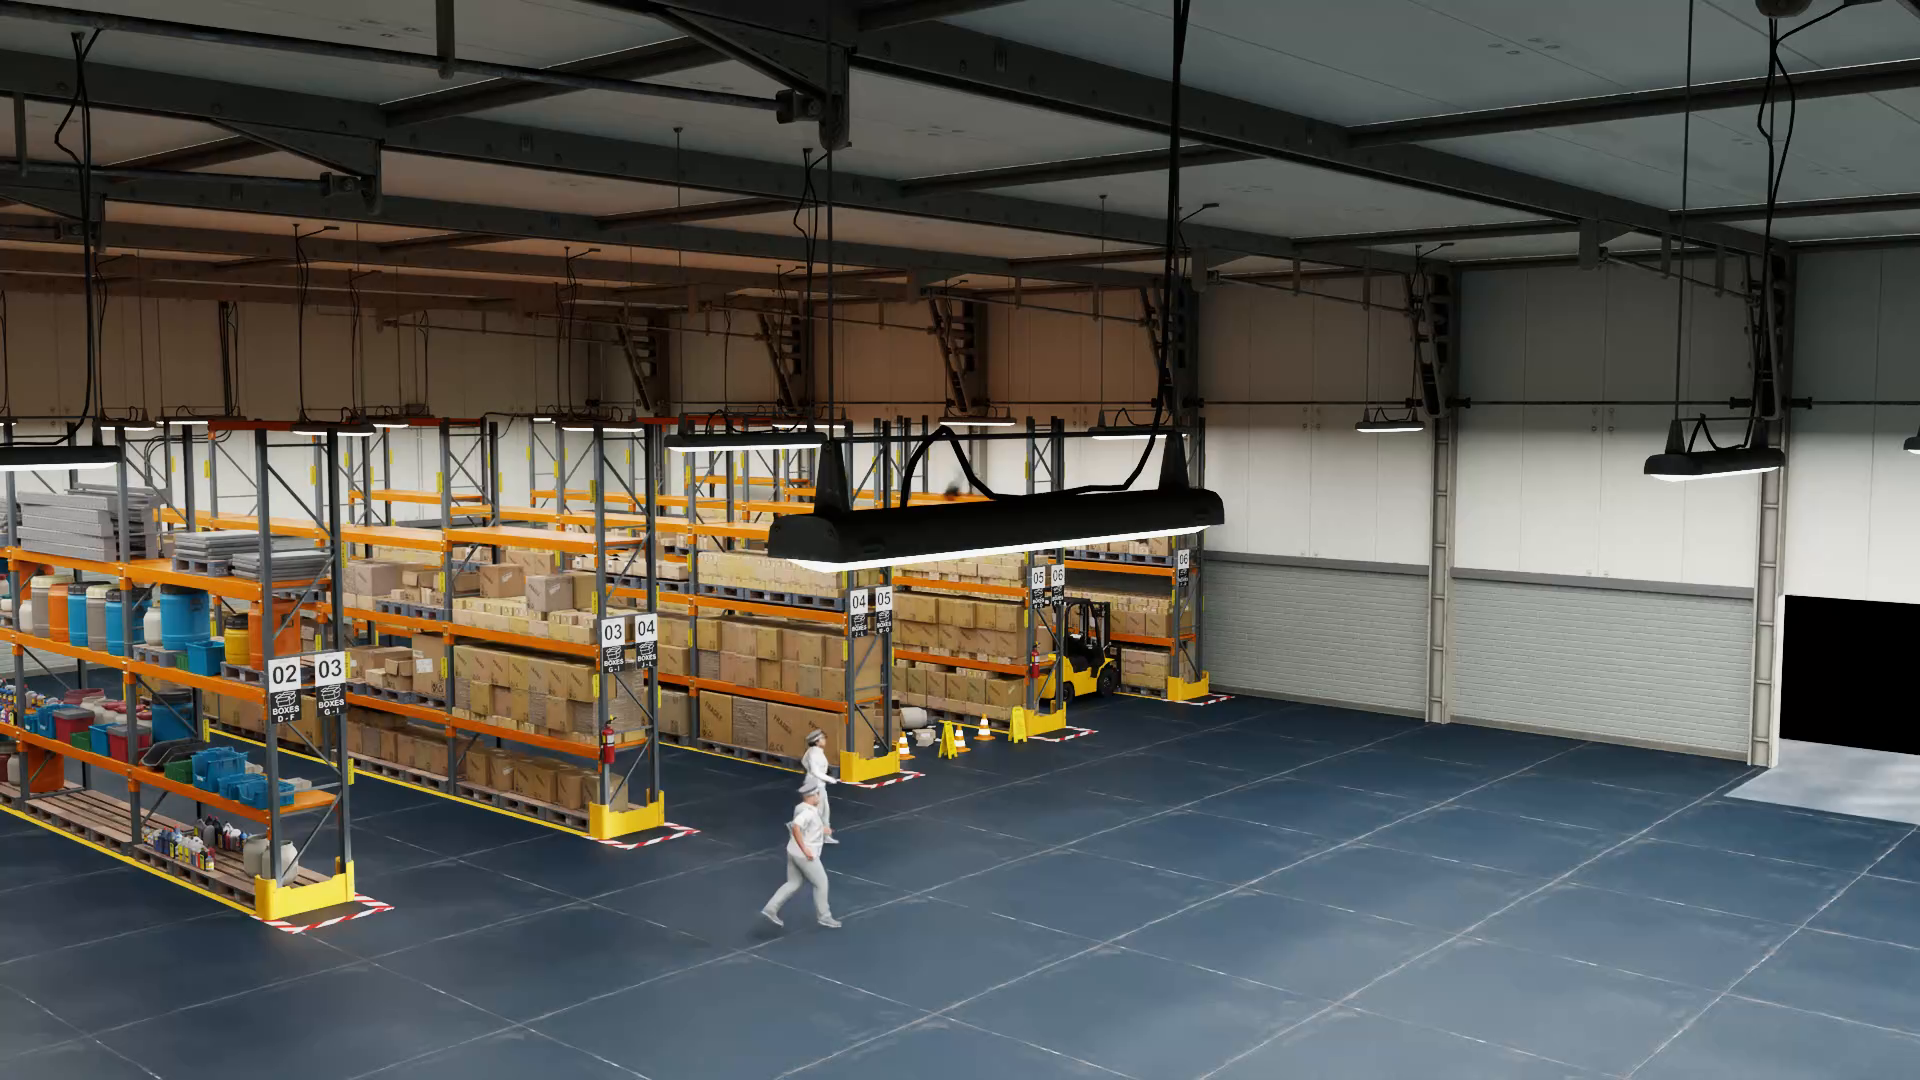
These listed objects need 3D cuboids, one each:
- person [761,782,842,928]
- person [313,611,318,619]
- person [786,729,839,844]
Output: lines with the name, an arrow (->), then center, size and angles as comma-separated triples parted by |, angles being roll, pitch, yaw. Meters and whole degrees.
person -> -1.894, 3.794, 19.934 | 0.946, 1.793, 0.612 | -2, 5, -25
person -> -14.747, 2.349, 38.124 | 0.646, 1.666, 0.627 | 0, 5, -2
person -> -2.121, 3.534, 23.772 | 0.780, 1.696, 0.624 | -1, 5, -13
